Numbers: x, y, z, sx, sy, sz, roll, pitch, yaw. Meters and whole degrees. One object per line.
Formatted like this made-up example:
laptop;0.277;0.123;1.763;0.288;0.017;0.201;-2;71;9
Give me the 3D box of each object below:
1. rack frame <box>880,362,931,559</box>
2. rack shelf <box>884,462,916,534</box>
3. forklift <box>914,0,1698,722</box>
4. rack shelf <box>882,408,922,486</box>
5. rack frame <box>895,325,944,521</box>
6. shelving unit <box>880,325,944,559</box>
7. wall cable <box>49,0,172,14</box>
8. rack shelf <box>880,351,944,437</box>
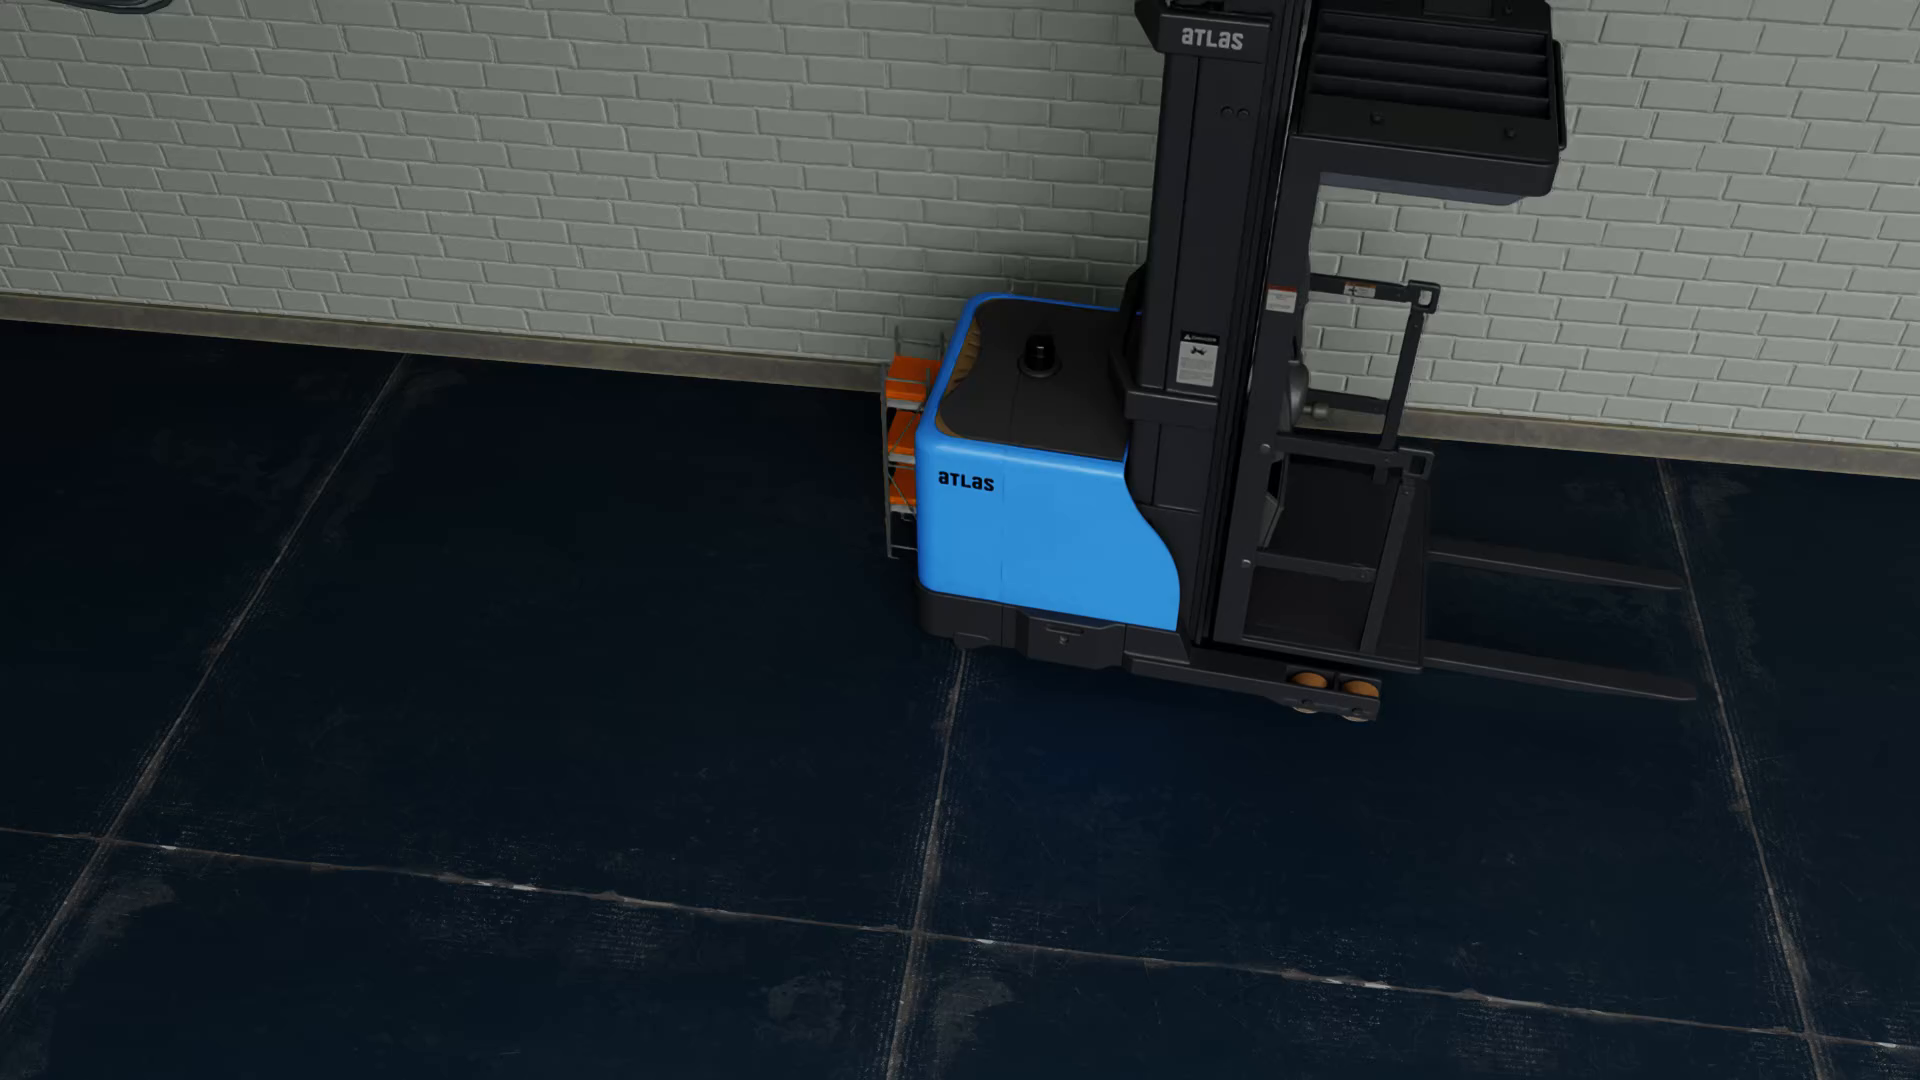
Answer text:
rack frame;-0.213;-0.293;6.796;0.200;1.050;0.008;8;44;9
rack shelf;-0.187;-0.166;7.081;0.215;0.259;0.240;8;44;9
forklift;1.390;-0.758;5.919;3.031;2.935;1.130;9;44;9
rack shelf;-0.187;-0.368;6.890;0.215;0.259;0.240;8;44;9
rack frame;-0.162;-0.457;6.969;0.200;1.050;0.008;8;44;9
shelving unit;-0.187;-0.375;6.883;0.215;1.050;0.252;8;44;9
wall cable;-4.719;-3.229;6.374;3.097;2.526;0.112;5;44;6
rack shelf;-0.187;-0.574;6.695;0.215;0.259;0.240;8;44;9
